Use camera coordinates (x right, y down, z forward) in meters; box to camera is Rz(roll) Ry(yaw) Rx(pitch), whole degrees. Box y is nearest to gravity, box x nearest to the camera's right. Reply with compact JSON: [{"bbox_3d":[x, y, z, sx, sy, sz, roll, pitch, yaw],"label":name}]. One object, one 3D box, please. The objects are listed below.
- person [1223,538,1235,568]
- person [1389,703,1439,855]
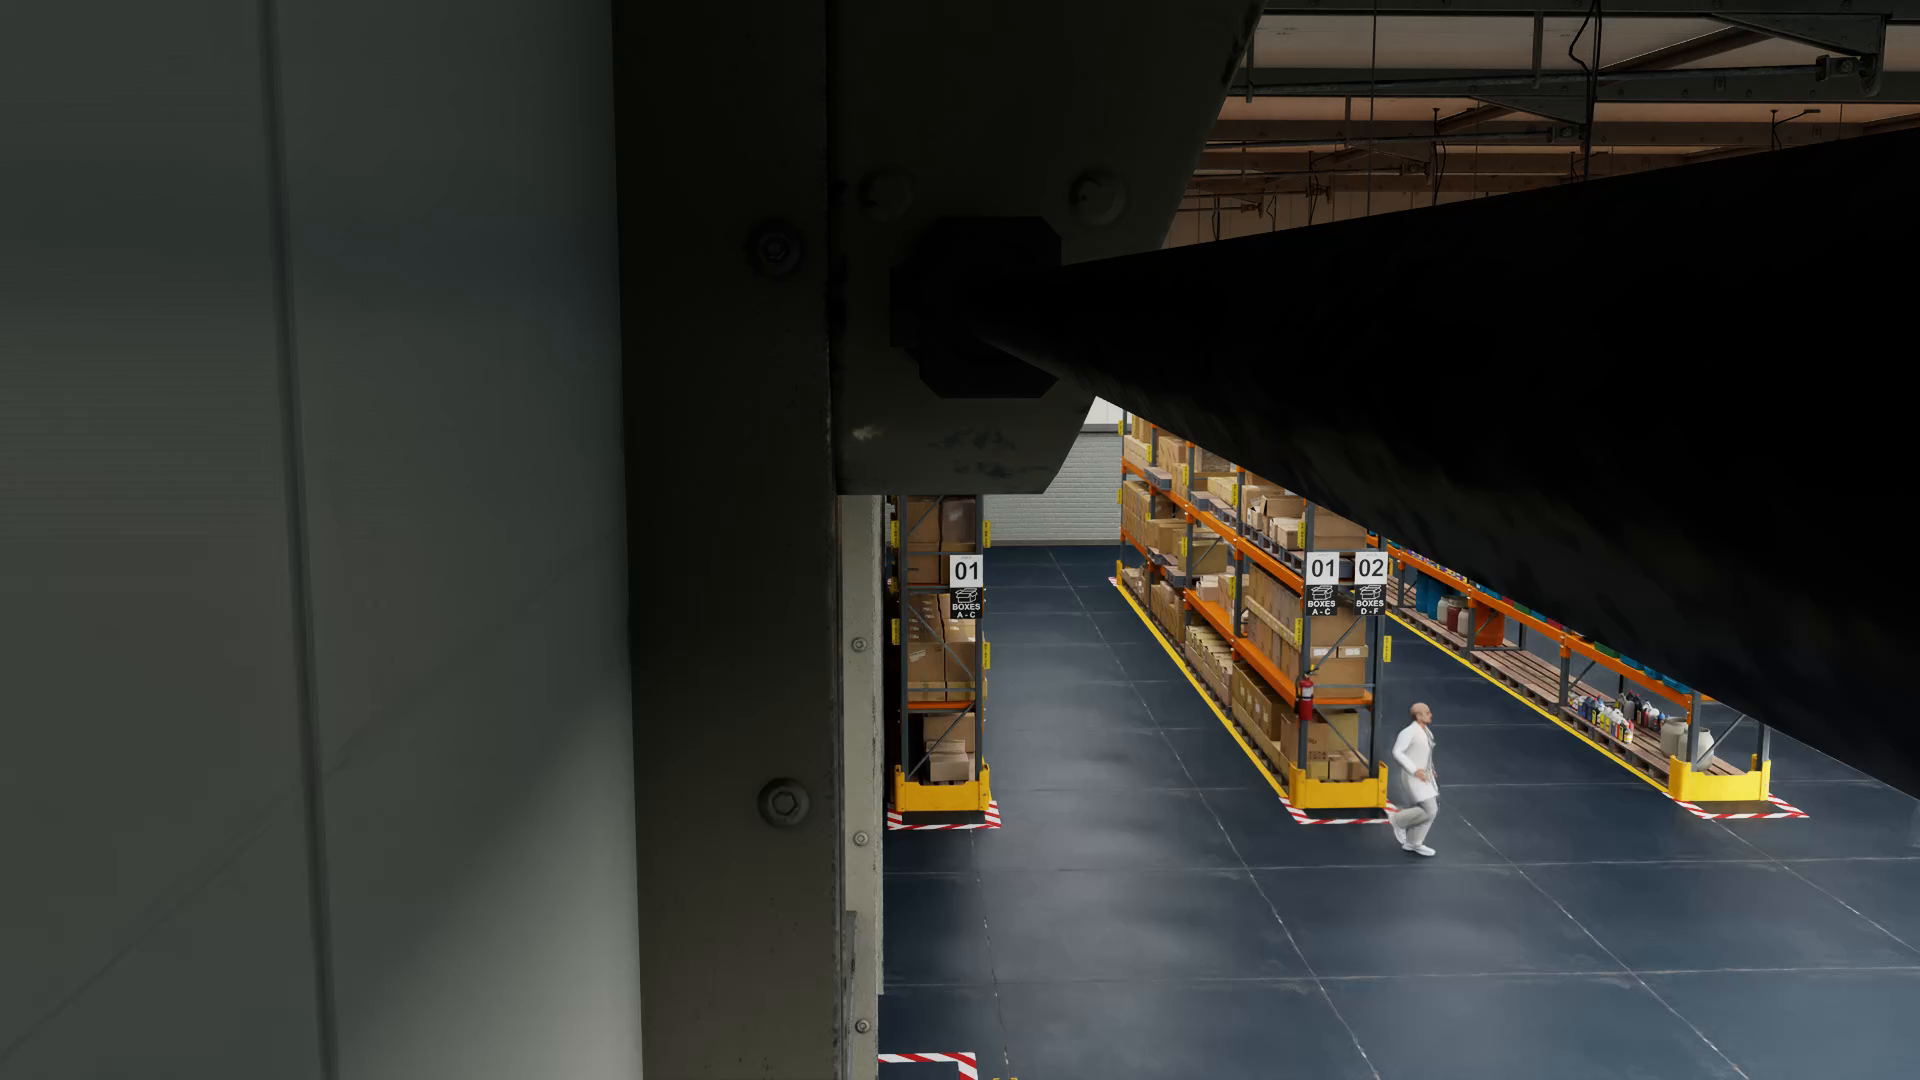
[{"bbox_3d":[5.776,0.091,36.579,0.713,1.827,0.747,-6,11,-37],"label":"person"},{"bbox_3d":[5.194,2.708,18.903,0.578,1.745,0.745,7,11,37],"label":"person"}]
